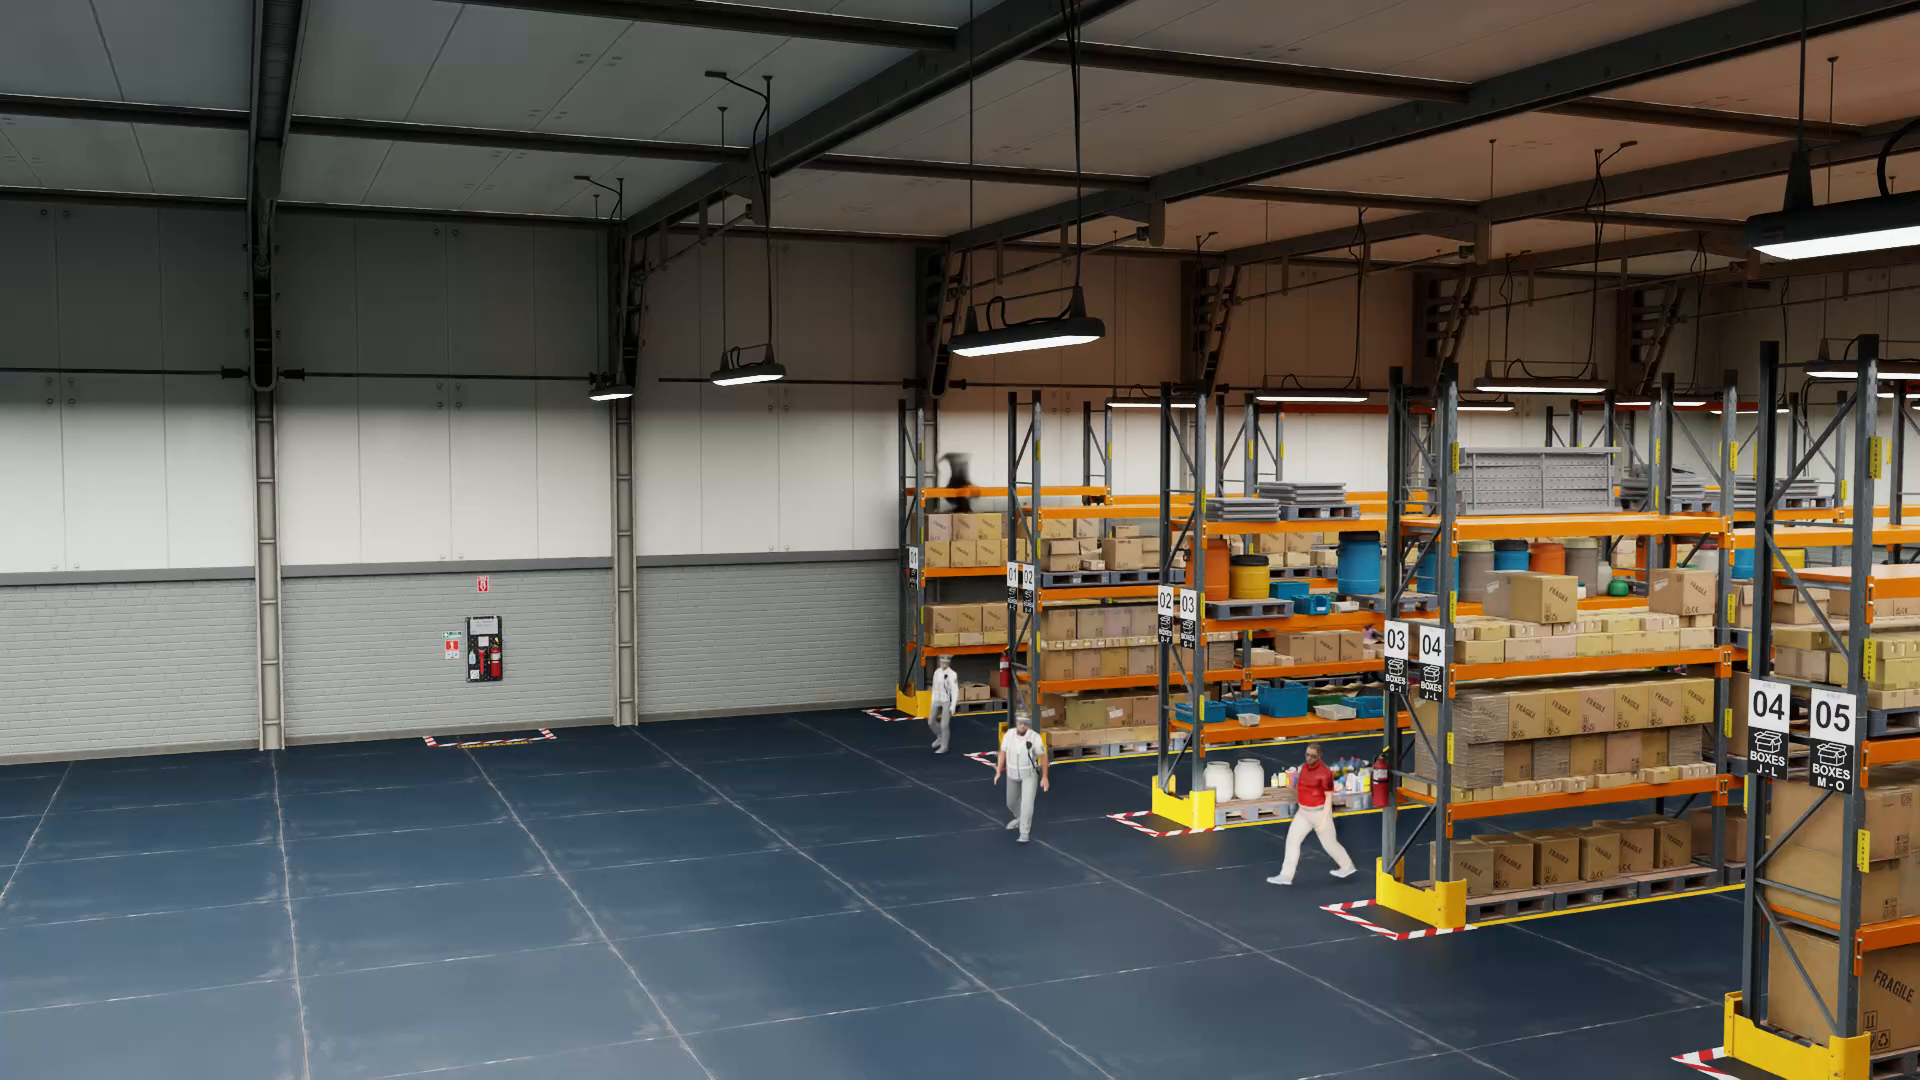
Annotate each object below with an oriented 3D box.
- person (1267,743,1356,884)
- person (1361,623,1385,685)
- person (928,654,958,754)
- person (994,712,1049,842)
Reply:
[{"bbox_3d":[4.124,3.231,19.422,1.122,1.571,0.618,-2,4,-34],"label":"person"},{"bbox_3d":[8.335,2.367,33.793,0.824,1.626,0.521,-2,4,-29],"label":"person"},{"bbox_3d":[-0.270,2.703,27.628,0.610,1.656,0.444,2,4,34],"label":"person"},{"bbox_3d":[0.855,3.045,21.780,0.731,1.688,0.847,1,3,16],"label":"person"}]
